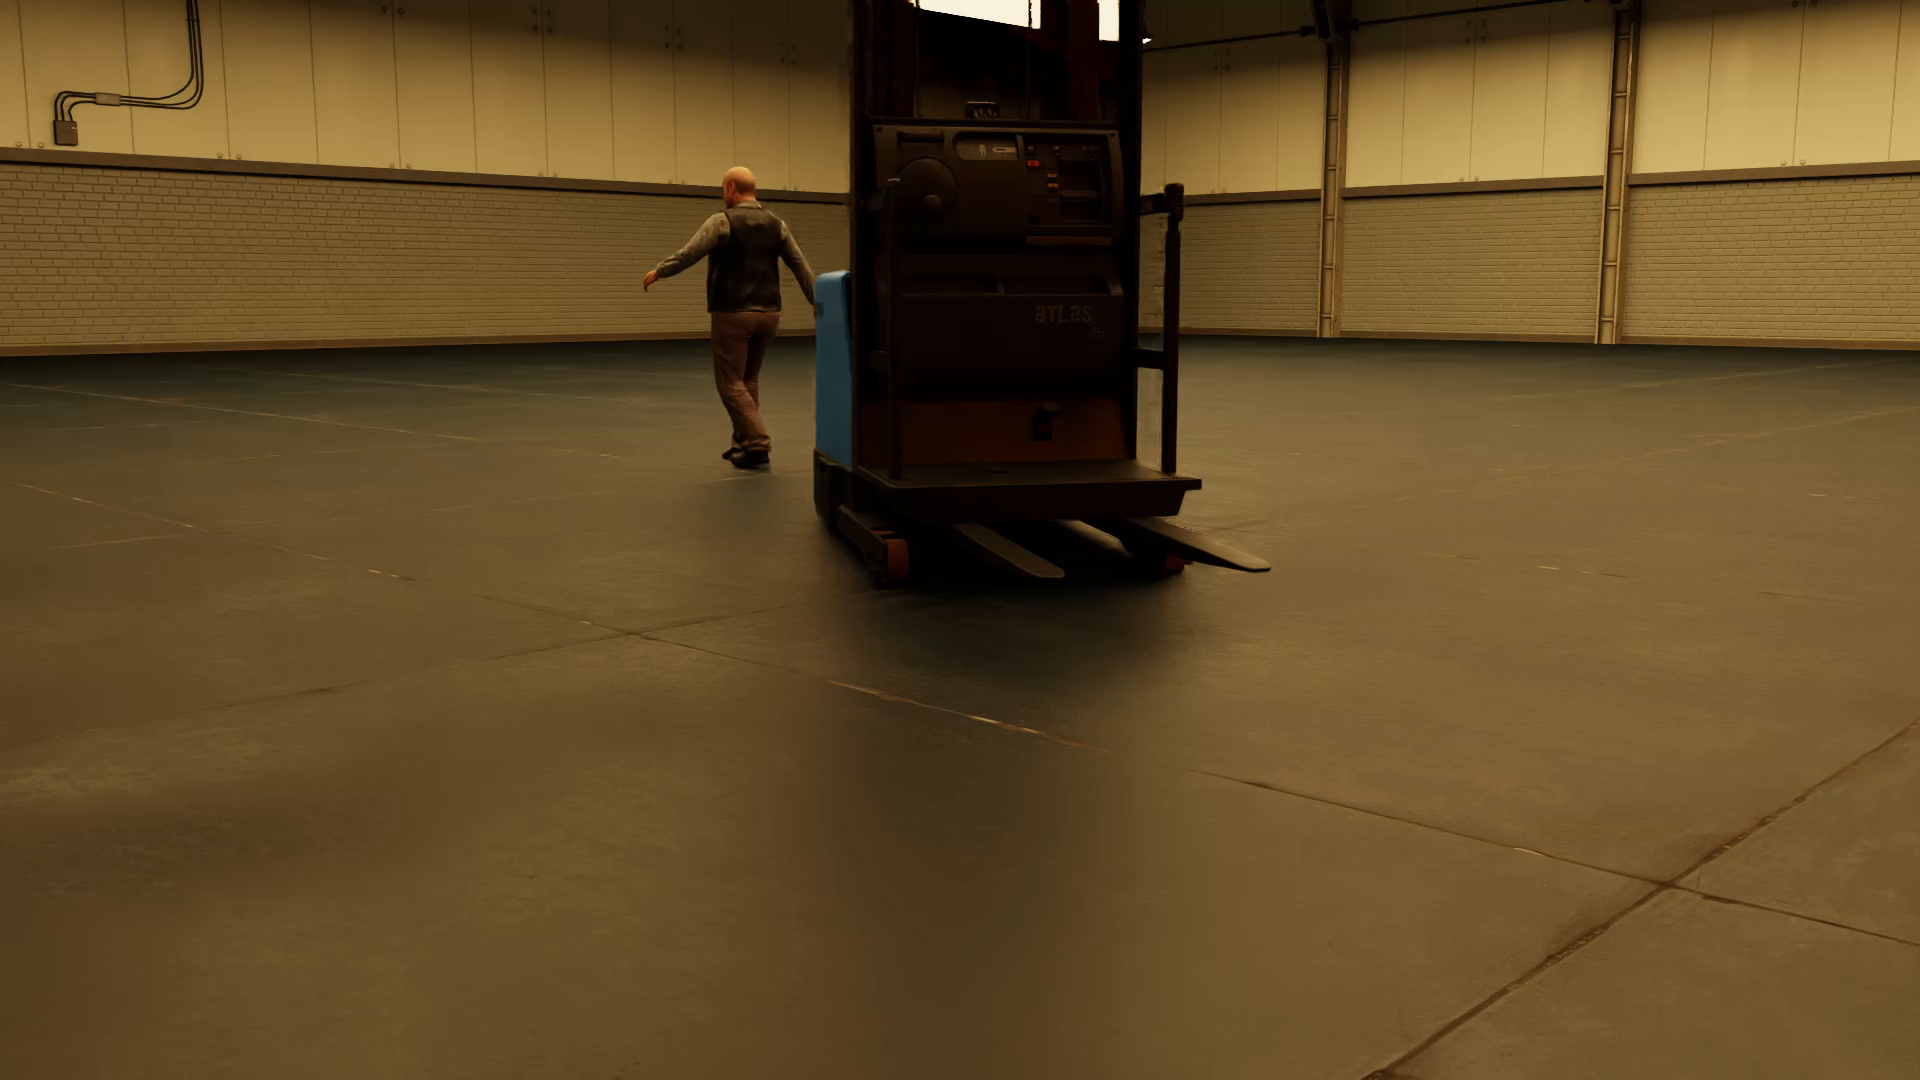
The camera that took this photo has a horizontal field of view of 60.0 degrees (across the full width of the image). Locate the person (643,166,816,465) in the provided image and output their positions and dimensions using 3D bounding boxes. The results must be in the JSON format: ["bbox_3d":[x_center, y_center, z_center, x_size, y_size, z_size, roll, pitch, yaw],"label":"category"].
[{"bbox_3d":[-1.243,-1.224,9.583,0.943,1.591,0.756,-8,12,-42],"label":"person"}]

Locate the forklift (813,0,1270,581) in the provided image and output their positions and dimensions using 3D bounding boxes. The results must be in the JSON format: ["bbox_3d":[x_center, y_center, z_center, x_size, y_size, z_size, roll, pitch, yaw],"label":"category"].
[{"bbox_3d":[0.196,-1.355,5.873,1.130,2.935,3.031,-2,9,-13],"label":"forklift"}]
